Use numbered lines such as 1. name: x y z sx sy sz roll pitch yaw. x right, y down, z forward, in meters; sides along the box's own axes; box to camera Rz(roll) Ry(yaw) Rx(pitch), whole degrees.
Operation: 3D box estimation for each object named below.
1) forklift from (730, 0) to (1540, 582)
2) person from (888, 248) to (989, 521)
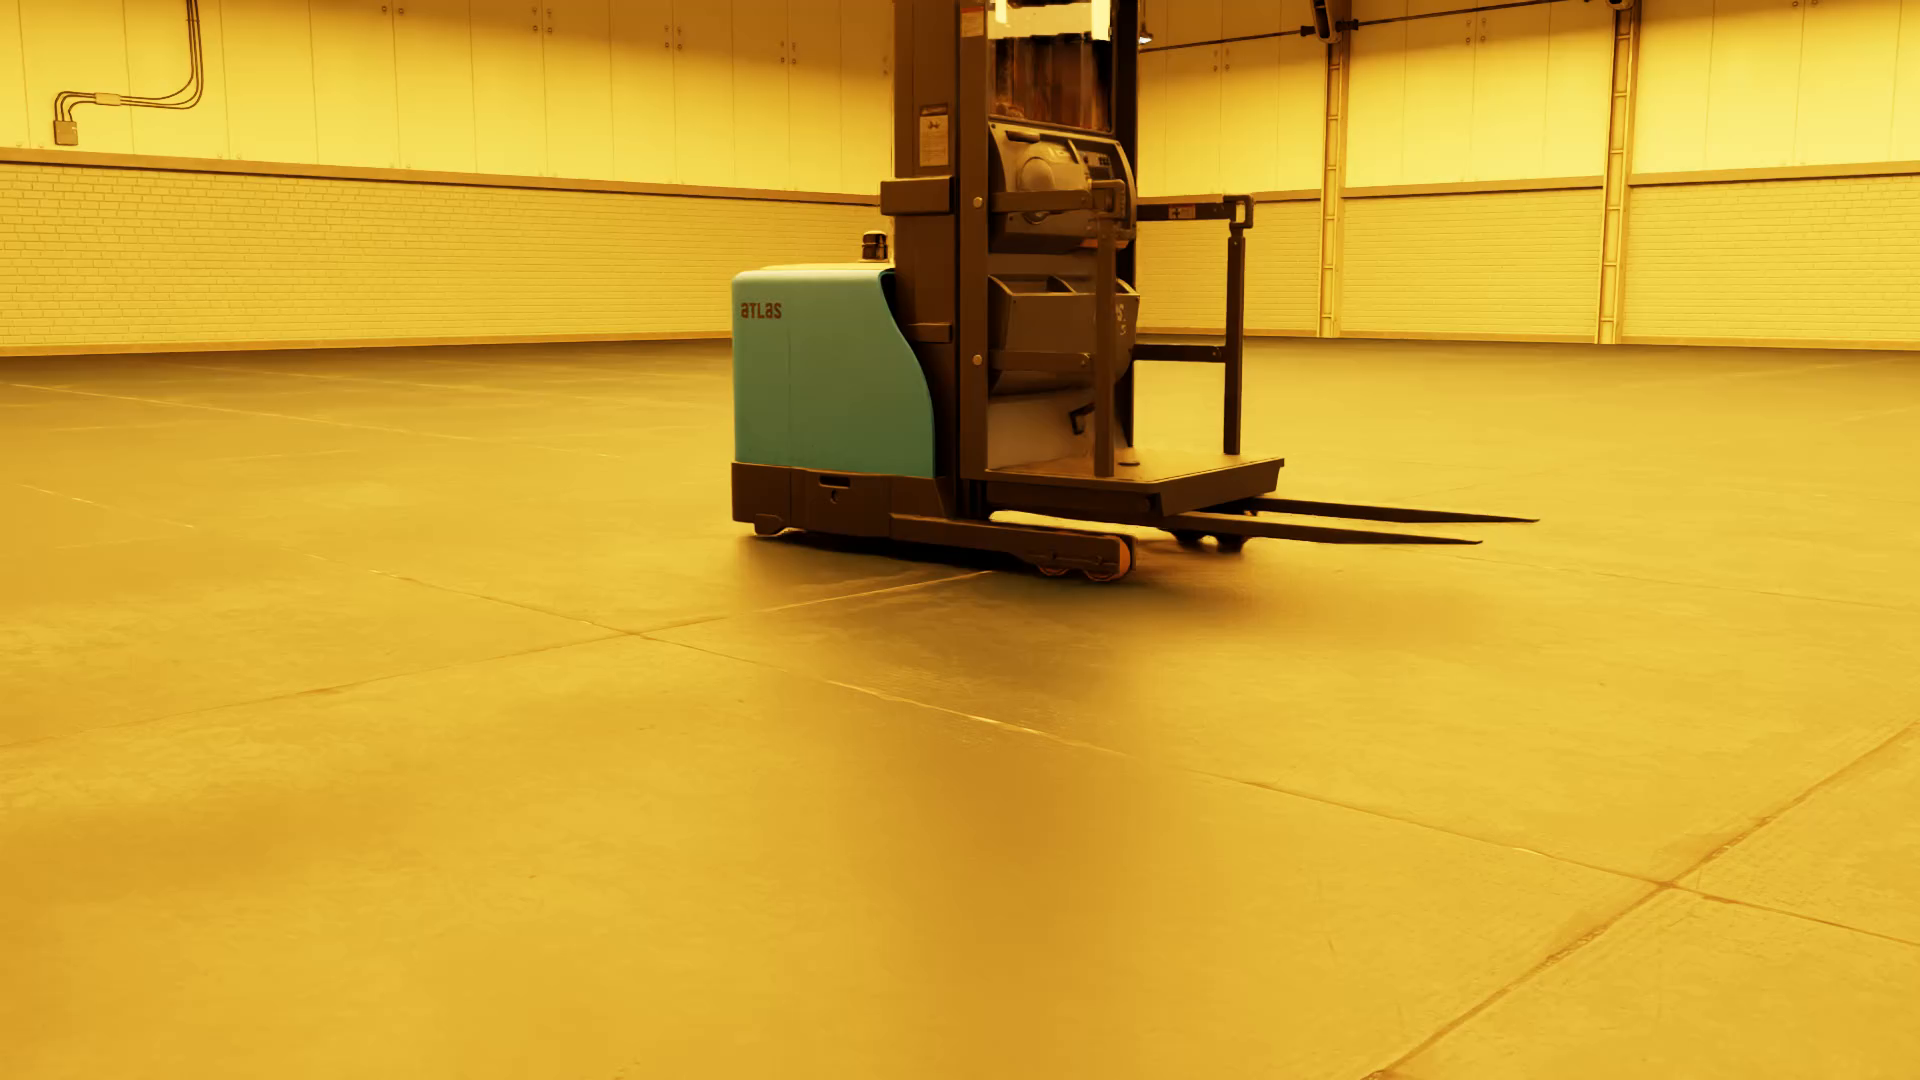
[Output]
1. forklift: 0.564 -1.392 6.120 3.031 2.935 1.130 6 10 35
2. person: -0.092 -0.815 6.748 0.692 1.595 0.563 -6 10 -34
